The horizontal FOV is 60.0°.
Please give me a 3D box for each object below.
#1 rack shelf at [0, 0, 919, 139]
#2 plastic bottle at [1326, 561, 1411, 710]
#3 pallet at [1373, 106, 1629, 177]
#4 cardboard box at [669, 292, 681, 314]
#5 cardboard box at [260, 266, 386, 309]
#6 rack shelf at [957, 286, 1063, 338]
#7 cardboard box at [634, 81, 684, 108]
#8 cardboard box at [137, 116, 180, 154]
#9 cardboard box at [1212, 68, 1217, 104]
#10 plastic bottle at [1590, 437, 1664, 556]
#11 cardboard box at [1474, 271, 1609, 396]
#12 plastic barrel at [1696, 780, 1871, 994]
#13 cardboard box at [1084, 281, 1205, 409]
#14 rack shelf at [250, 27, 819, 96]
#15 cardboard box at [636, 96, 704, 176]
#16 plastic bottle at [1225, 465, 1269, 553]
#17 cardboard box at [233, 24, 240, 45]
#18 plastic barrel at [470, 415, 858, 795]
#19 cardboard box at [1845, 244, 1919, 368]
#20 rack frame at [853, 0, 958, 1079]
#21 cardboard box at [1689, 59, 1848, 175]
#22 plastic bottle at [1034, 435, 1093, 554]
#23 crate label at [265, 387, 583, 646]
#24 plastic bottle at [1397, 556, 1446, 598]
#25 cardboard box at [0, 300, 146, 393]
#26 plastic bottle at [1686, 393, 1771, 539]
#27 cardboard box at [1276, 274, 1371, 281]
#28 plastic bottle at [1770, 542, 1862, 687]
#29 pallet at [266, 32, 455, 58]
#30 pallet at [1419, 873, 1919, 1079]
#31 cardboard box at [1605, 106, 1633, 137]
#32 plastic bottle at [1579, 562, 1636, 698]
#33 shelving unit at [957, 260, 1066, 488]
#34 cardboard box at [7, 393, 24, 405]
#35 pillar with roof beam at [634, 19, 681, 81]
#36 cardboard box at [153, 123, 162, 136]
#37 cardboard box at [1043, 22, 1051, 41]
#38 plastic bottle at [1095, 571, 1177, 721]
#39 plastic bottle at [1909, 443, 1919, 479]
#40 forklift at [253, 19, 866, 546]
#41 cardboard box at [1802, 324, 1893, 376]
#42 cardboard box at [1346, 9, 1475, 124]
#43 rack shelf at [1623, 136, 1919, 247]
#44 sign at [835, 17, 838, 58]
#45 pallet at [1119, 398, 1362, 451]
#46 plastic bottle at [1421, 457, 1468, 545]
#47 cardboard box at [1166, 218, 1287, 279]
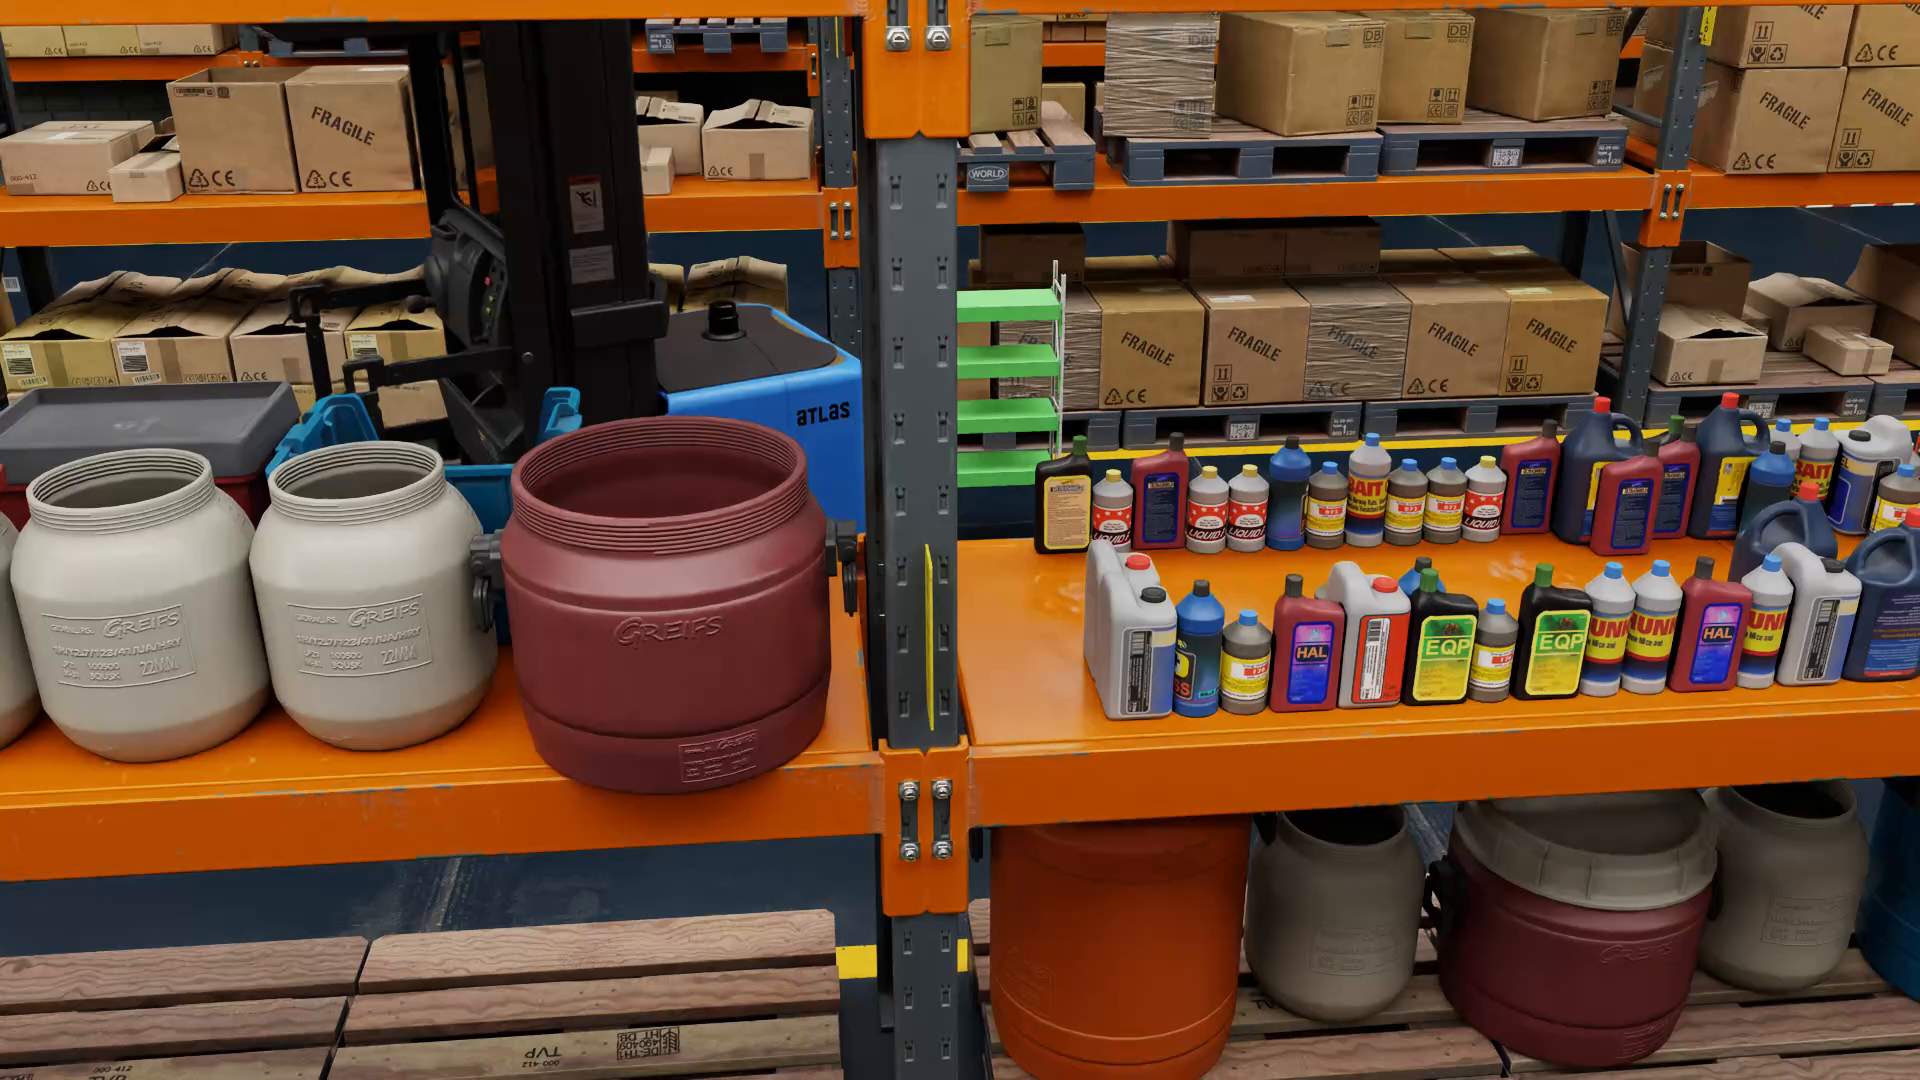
[{"bbox_3d":[-2.106,-0.935,2.853,4.000,0.370,1.077,-2,24,-5],"label":"rack shelf"},{"bbox_3d":[0.807,0.179,3.307,0.135,0.276,0.152,-2,24,-5],"label":"plastic bottle"},{"bbox_3d":[2.576,-2.059,8.426,1.213,0.211,1.003,-2,24,-5],"label":"pallet"},{"bbox_3d":[-1.612,-1.023,8.036,0.500,0.311,0.500,-3,24,-6],"label":"cardboard box"},{"bbox_3d":[-3.191,-1.181,8.392,0.500,0.311,0.500,-2,24,-5],"label":"cardboard box"},{"bbox_3d":[0.165,-0.935,6.852,0.480,0.148,0.258,-2,24,-5],"label":"rack shelf"},{"bbox_3d":[-2.374,-3.331,12.664,0.500,0.250,0.500,-2,24,-4],"label":"cardboard box"},{"bbox_3d":[-3.723,-1.863,7.914,0.258,0.266,0.396,-3,24,-6],"label":"cardboard box"},{"bbox_3d":[2.257,-3.268,13.039,0.750,0.750,0.750,-2,24,-5],"label":"cardboard box"},{"bbox_3d":[1.580,-0.103,3.931,0.133,0.283,0.061,-2,24,-5],"label":"plastic bottle"},{"bbox_3d":[2.919,-1.058,8.473,0.500,0.500,0.500,-2,24,-5],"label":"cardboard box"},{"bbox_3d":[2.047,0.842,4.208,0.421,0.512,0.421,0,24,0],"label":"plastic barrel"},{"bbox_3d":[0.902,-0.978,8.292,0.500,0.500,0.500,-3,24,-6],"label":"cardboard box"},{"bbox_3d":[-3.080,-3.568,12.471,4.000,0.370,1.077,-2,24,-5],"label":"rack shelf"},{"bbox_3d":[-1.508,-1.977,8.114,0.500,0.311,0.500,-3,24,-6],"label":"cardboard box"},{"bbox_3d":[0.688,-0.081,3.983,0.097,0.201,0.097,0,24,0],"label":"plastic bottle"},{"bbox_3d":[-5.559,-3.826,12.325,0.500,0.250,0.500,-2,24,-5],"label":"cardboard box"},{"bbox_3d":[-0.548,0.106,3.151,0.708,0.536,0.600,-2,24,-5],"label":"plastic barrel"},{"bbox_3d":[5.251,-1.272,8.950,0.637,0.503,0.797,-2,24,-5],"label":"cardboard box"},{"bbox_3d":[-0.116,0.027,3.495,0.127,3.000,1.000,-2,24,-5],"label":"rack frame"},{"bbox_3d":[3.916,-2.091,8.137,0.500,0.500,0.500,-2,24,-4],"label":"cardboard box"},{"bbox_3d":[0.245,-0.108,3.943,0.133,0.283,0.061,-2,24,-5],"label":"plastic bottle"},{"bbox_3d":[-1.131,-0.058,3.645,0.616,0.435,0.502,-2,24,-5],"label":"crate label"},{"bbox_3d":[0.919,0.163,3.349,0.097,0.271,0.097,0,24,0],"label":"plastic bottle"},{"bbox_3d":[-4.144,-0.923,7.811,0.500,0.311,0.500,-2,24,-5],"label":"cardboard box"},{"bbox_3d":[1.862,-0.187,4.037,0.185,0.351,0.144,-2,24,-5],"label":"plastic bottle"},{"bbox_3d":[1.849,-1.230,8.860,0.500,0.500,0.500,-2,24,-5],"label":"cardboard box"},{"bbox_3d":[1.727,0.142,3.390,0.135,0.276,0.152,-2,24,-5],"label":"plastic bottle"},{"bbox_3d":[-4.295,-3.701,12.121,1.213,0.211,1.003,-2,24,-5],"label":"pallet"},{"bbox_3d":[1.876,1.206,4.277,1.213,0.211,1.003,-2,24,-5],"label":"pallet"},{"bbox_3d":[5.187,-3.237,13.401,0.500,0.500,0.700,-3,24,-7],"label":"cardboard box"},{"bbox_3d":[1.288,0.173,3.326,0.097,0.271,0.097,0,24,0],"label":"plastic bottle"},{"bbox_3d":[0.165,-0.555,7.021,0.503,1.200,0.258,-2,24,-5],"label":"shelving unit"},{"bbox_3d":[-4.154,-0.667,7.925,0.500,0.250,0.500,-3,24,-6],"label":"cardboard box"},{"bbox_3d":[-2.045,-5.276,8.041,0.400,9.000,9.100,-2,24,-5],"label":"pillar with roof beam"},{"bbox_3d":[-6.099,-2.819,12.434,0.500,0.500,0.500,-4,24,-9],"label":"cardboard box"},{"bbox_3d":[0.539,-3.854,12.511,0.250,0.149,0.380,-2,24,-4],"label":"cardboard box"},{"bbox_3d":[0.347,0.197,3.265,0.135,0.276,0.152,-2,24,-5],"label":"plastic bottle"},{"bbox_3d":[2.327,-0.147,4.131,0.097,0.201,0.097,0,24,0],"label":"plastic bottle"},{"bbox_3d":[-1.862,-0.881,5.623,3.031,2.935,1.130,-13,27,-27],"label":"forklift"},{"bbox_3d":[4.681,-1.009,8.773,0.250,0.166,0.380,-2,24,-5],"label":"cardboard box"},{"bbox_3d":[2.210,-2.391,8.295,0.500,0.500,0.700,1,24,3],"label":"cardboard box"},{"bbox_3d":[5.372,-1.886,8.685,4.000,0.370,1.077,-2,24,-5],"label":"rack shelf"},{"bbox_3d":[-0.541,-2.280,7.261,0.005,0.325,0.100,-2,24,-5],"label":"sign"},{"bbox_3d":[1.359,-0.763,8.706,1.213,0.211,1.003,-2,24,-5],"label":"pallet"},{"bbox_3d":[1.172,-0.100,4.027,0.097,0.201,0.097,0,24,0],"label":"plastic bottle"},{"bbox_3d":[1.382,-1.555,8.668,0.500,0.250,0.500,-3,24,-6],"label":"cardboard box"}]
